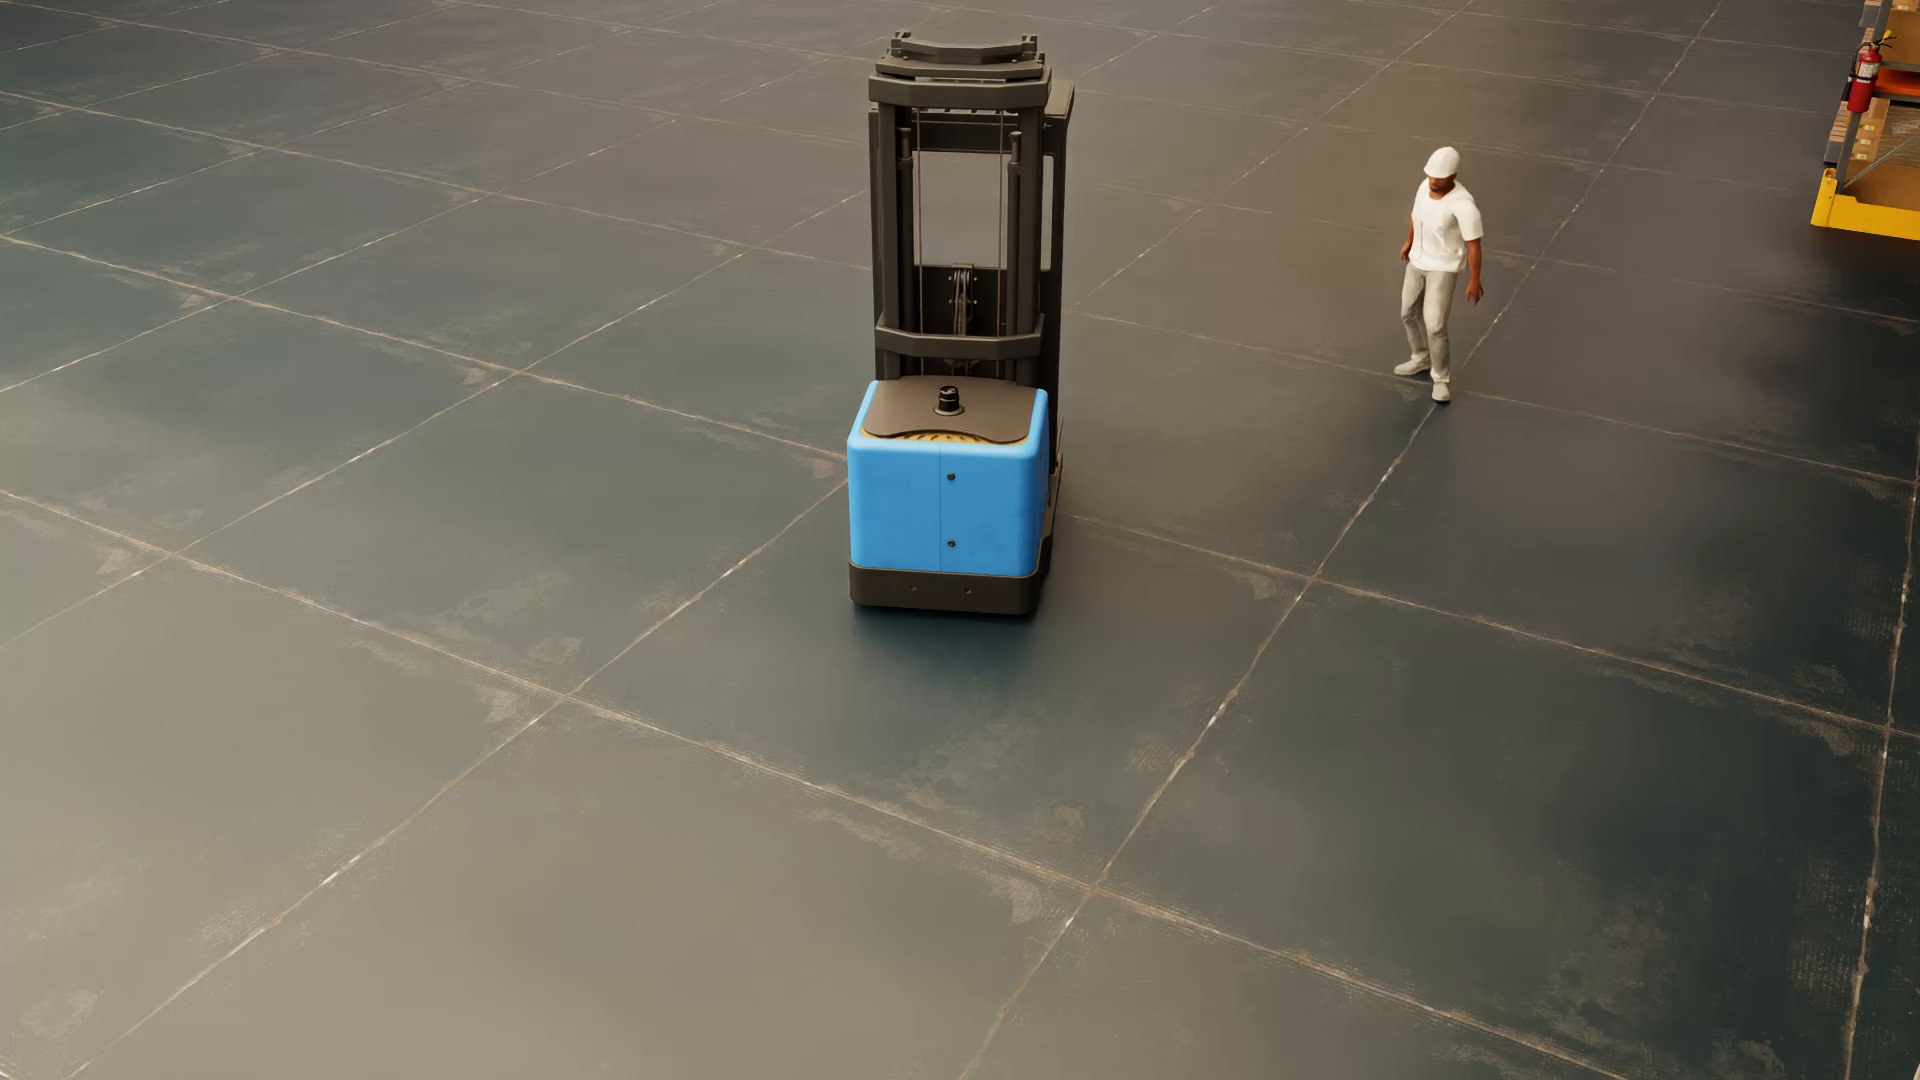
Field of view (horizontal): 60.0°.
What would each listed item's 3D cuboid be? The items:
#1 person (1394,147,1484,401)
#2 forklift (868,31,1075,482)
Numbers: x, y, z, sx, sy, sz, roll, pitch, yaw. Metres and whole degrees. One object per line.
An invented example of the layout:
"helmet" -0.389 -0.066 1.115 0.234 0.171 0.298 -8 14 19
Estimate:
"person" 3.292 -1.907 11.591 0.457 1.731 0.890 -12 32 -20
"forklift" 0.076 -1.571 9.793 1.121 2.935 3.031 3 30 6
